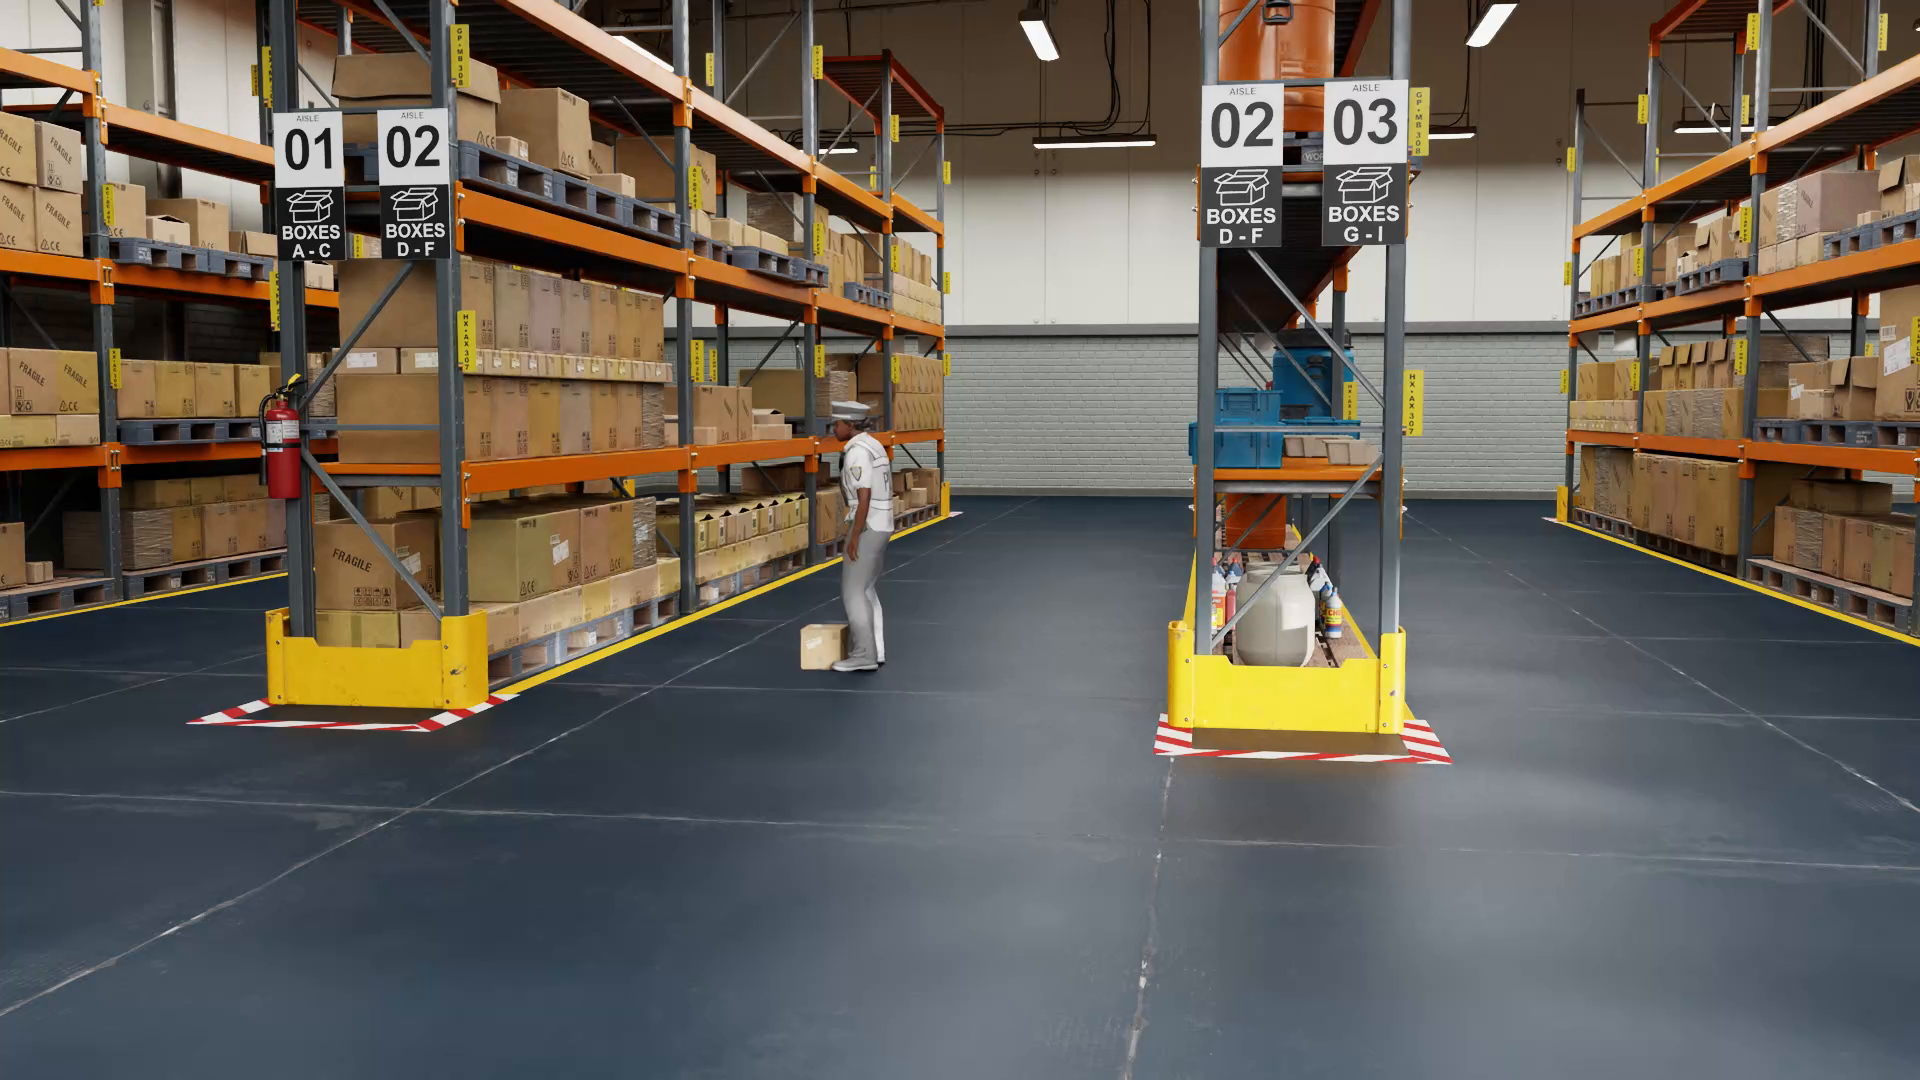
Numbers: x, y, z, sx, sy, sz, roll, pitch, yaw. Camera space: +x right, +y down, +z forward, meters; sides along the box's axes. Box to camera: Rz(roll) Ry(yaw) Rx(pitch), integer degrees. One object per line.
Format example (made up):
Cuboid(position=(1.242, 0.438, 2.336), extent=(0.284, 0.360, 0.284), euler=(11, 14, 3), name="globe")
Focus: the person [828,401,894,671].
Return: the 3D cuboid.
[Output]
Cuboid(position=(-0.609, -0.031, 10.308), extent=(0.396, 1.656, 0.513), euler=(1, 5, 6), name="person")
